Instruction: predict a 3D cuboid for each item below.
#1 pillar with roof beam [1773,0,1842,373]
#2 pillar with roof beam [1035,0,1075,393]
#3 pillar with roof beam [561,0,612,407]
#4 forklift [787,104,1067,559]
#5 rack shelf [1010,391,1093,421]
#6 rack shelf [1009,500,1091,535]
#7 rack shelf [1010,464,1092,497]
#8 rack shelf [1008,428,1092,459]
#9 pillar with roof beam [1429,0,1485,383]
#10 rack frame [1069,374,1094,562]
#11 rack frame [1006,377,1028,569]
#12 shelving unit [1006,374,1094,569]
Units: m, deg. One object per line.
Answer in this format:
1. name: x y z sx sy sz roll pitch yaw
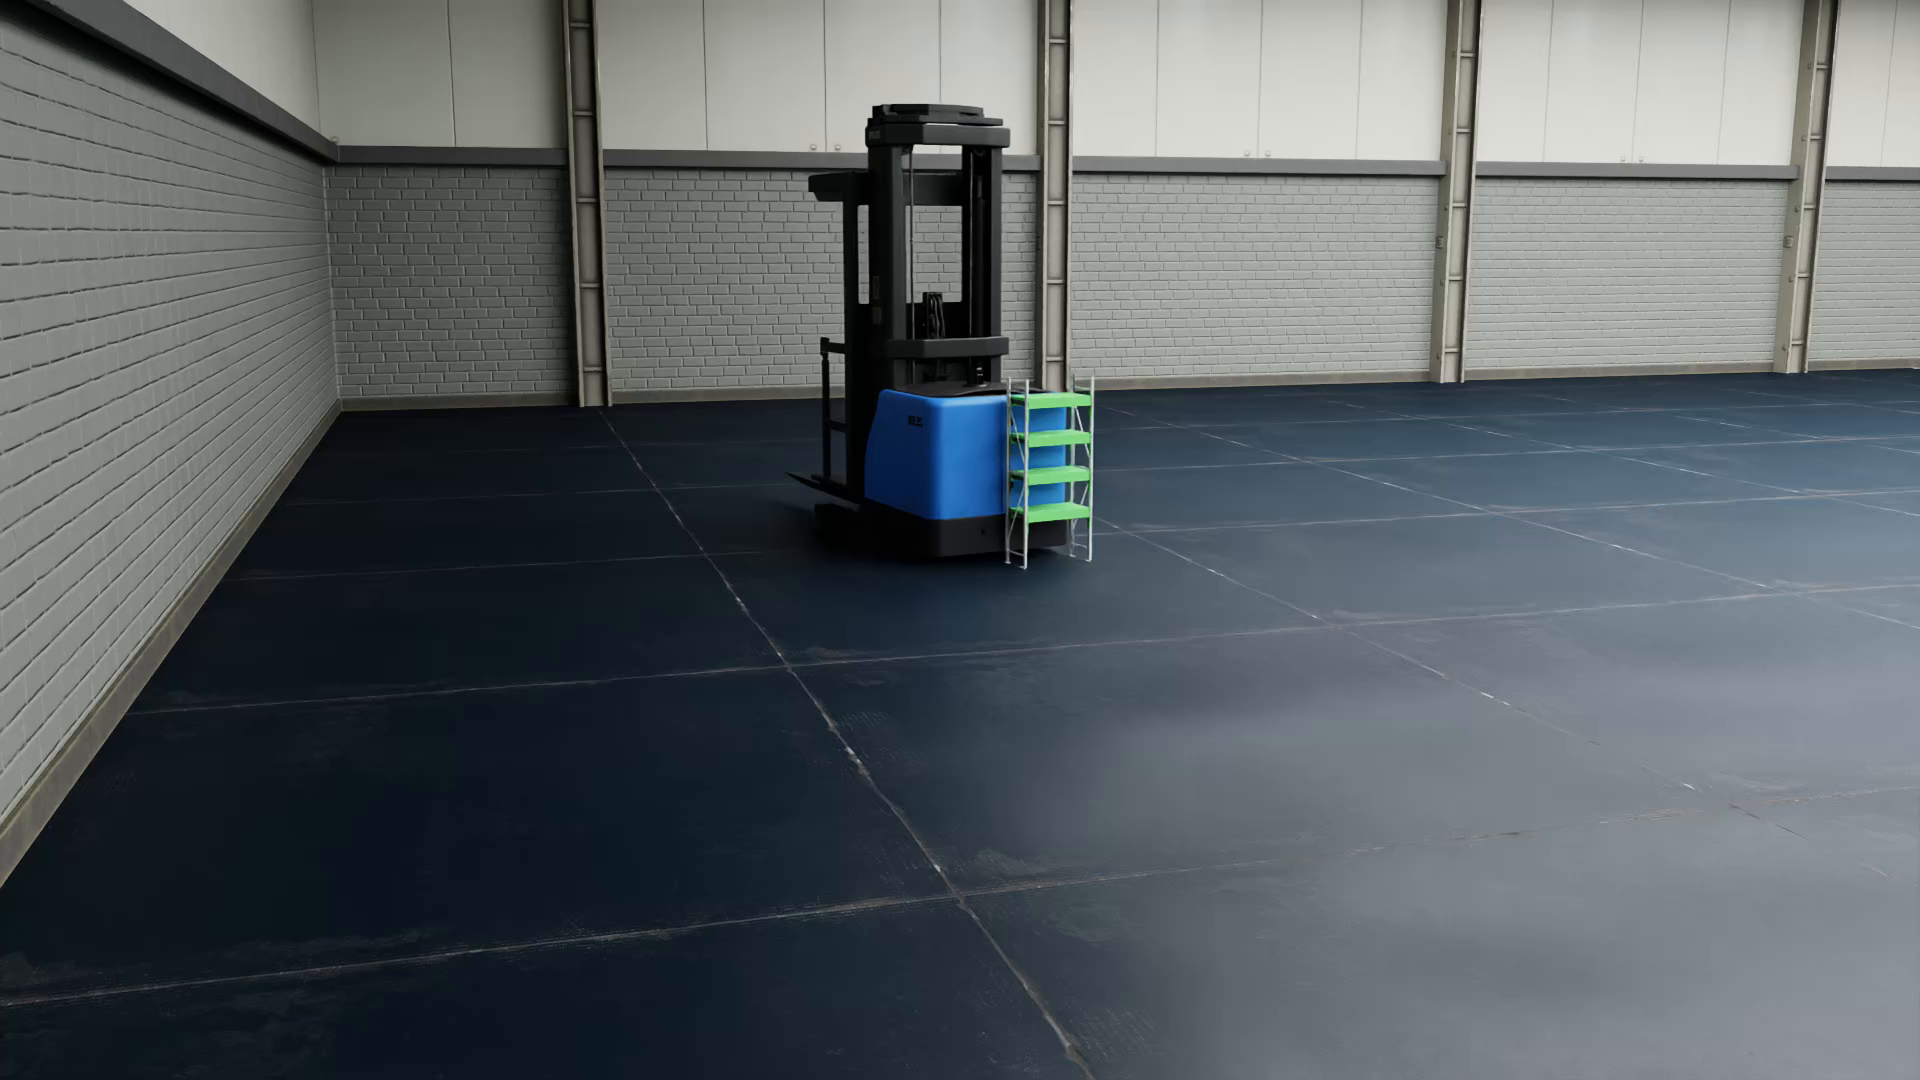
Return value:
1. pillar with roof beam: 13.959 -6.259 20.689 0.400 9.000 9.100 -3 11 -16
2. pillar with roof beam: 2.437 -5.652 17.391 0.400 9.000 9.100 -3 11 -16
3. pillar with roof beam: -3.324 -5.348 15.742 0.400 9.000 9.100 -3 11 -16
4. forklift: -0.401 -1.543 11.830 1.130 2.935 3.031 -5 12 -26
5. rack shelf: 0.573 -0.854 10.575 0.480 0.148 0.258 -6 12 -29
6. rack shelf: 0.573 -0.146 10.705 0.480 0.148 0.258 -6 12 -29
7. rack shelf: 0.573 -0.382 10.662 0.480 0.148 0.258 -6 12 -29
8. rack shelf: 0.573 -0.618 10.618 0.480 0.148 0.258 -6 12 -29
9. pillar with roof beam: 8.198 -5.955 19.040 0.400 9.000 9.100 -3 11 -16
10. rack frame: 0.786 -0.467 10.767 0.015 1.200 0.240 -6 12 -29
11. rack frame: 0.360 -0.424 10.533 0.015 1.200 0.240 -6 12 -29
12. shelving unit: 0.573 -0.445 10.650 0.503 1.200 0.258 -6 12 -29
